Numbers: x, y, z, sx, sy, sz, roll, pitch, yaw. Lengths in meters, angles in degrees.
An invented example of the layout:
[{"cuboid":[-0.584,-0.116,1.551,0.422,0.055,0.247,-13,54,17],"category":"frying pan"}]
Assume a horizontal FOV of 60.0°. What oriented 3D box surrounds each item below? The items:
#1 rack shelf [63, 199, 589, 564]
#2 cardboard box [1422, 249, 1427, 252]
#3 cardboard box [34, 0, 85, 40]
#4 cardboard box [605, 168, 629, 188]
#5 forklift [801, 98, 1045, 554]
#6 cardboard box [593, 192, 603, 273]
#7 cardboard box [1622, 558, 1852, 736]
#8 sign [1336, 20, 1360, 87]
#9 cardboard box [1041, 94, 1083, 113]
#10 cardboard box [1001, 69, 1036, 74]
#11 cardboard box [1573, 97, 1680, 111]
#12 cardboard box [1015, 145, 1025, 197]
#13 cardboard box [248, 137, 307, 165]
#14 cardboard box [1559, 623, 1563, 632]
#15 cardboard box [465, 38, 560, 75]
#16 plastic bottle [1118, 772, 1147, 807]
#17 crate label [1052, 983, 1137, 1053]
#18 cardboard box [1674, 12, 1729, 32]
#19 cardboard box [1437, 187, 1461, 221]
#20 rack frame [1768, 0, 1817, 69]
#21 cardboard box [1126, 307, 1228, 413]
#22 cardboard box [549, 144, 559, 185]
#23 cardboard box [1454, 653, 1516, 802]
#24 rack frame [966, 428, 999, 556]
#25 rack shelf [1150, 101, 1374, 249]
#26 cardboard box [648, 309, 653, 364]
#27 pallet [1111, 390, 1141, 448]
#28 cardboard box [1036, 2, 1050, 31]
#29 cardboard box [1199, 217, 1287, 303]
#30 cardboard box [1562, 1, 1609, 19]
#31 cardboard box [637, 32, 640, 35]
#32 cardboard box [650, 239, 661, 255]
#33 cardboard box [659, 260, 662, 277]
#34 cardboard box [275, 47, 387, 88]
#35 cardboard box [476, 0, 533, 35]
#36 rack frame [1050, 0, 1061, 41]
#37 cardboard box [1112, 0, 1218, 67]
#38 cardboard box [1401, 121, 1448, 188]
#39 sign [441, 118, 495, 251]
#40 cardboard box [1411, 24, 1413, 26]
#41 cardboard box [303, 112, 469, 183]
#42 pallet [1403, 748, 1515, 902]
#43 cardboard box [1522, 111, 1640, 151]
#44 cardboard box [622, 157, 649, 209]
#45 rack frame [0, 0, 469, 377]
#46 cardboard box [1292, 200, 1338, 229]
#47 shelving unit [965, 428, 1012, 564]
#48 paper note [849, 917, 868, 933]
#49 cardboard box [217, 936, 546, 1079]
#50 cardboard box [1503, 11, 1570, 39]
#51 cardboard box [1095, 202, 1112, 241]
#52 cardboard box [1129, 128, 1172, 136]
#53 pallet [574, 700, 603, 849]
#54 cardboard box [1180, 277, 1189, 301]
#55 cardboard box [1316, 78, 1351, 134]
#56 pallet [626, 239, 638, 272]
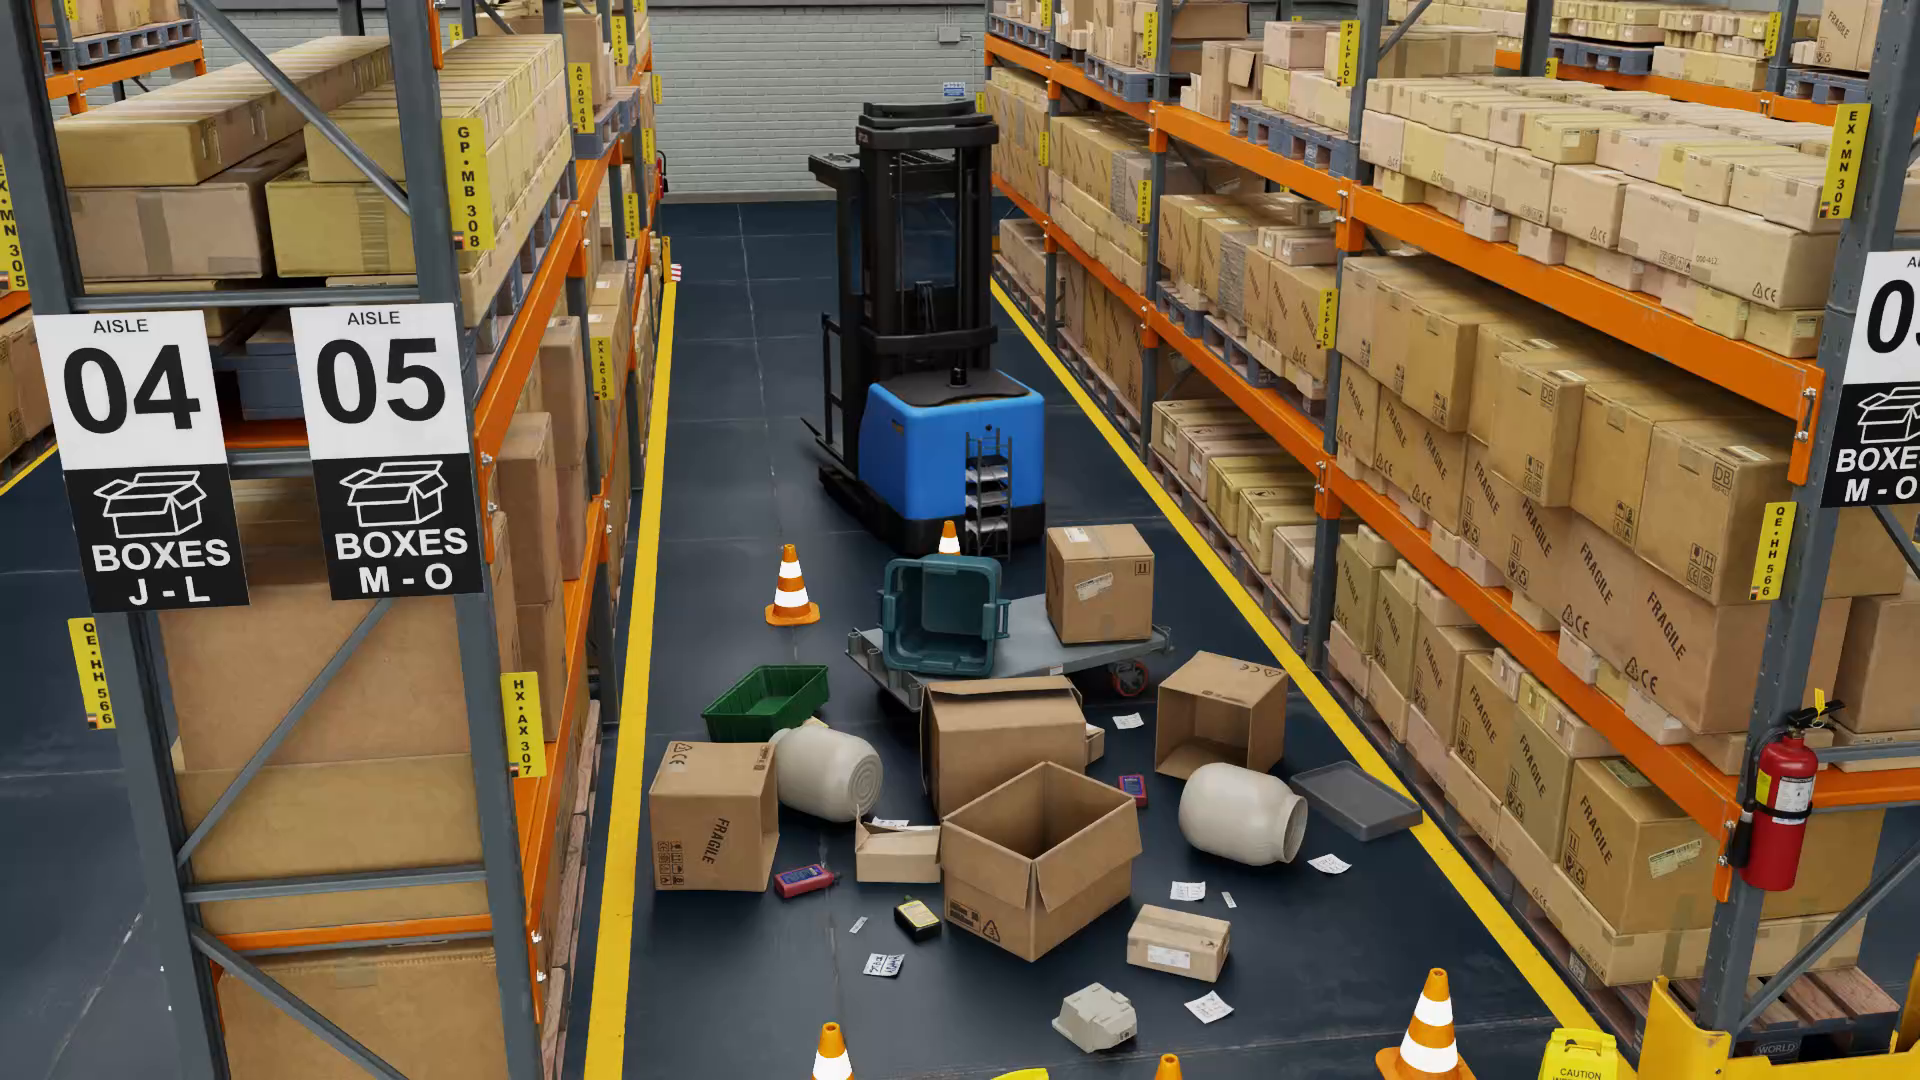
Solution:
[{"cuboid":[-2.066,-0.770,6.232,1.077,0.370,4.000,-3,21,-8],"category":"rack shelf"},{"cuboid":[5.767,-3.409,19.528,0.500,0.500,0.500,-3,21,-7],"category":"cardboard box"},{"cuboid":[-8.603,-4.912,15.409,0.700,0.500,0.500,-4,21,-11],"category":"cardboard box"},{"cuboid":[-3.217,-3.300,15.172,0.380,0.149,0.250,-4,21,-9],"category":"cardboard box"},{"cuboid":[-0.437,-1.757,12.230,1.130,2.935,3.031,-8,22,-21],"category":"forklift"},{"cuboid":[-2.876,-2.139,11.583,0.700,0.500,0.500,-3,21,-8],"category":"cardboard box"},{"cuboid":[2.755,0.346,5.935,0.500,0.500,0.500,-3,21,-9],"category":"cardboard box"},{"cuboid":[1.981,-2.482,8.484,0.100,0.325,0.005,-3,21,-8],"category":"sign"},{"cuboid":[1.017,-4.358,16.599,0.380,0.149,0.250,-3,21,-9],"category":"cardboard box"},{"cuboid":[0.685,-5.429,19.465,0.380,0.149,0.250,-2,21,-6],"category":"cardboard box"},{"cuboid":[2.957,-1.881,7.398,0.380,0.149,0.250,-3,21,-9],"category":"cardboard box"},{"cuboid":[0.890,-3.995,17.981,0.500,0.500,0.500,-3,21,-9],"category":"cardboard box"},{"cuboid":[-2.196,-1.056,5.015,0.500,0.250,0.500,-3,21,-8],"category":"cardboard box"},{"cuboid":[2.713,0.350,6.852,0.380,0.149,0.250,-3,21,-7],"category":"cardboard box"},{"cuboid":[-1.950,-2.101,7.243,0.380,0.149,0.250,-3,21,-8],"category":"cardboard box"},{"cuboid":[0.860,1.239,8.311,0.133,0.061,0.283,1,20,2],"category":"plastic bottle"},{"cuboid":[0.543,1.868,6.519,0.250,0.136,0.298,-15,25,-35],"category":"crate label"},{"cuboid":[6.373,-4.443,14.256,0.380,0.149,0.250,-3,21,-9],"category":"cardboard box"},{"cuboid":[2.456,-1.584,7.741,0.380,0.149,0.250,-2,21,-6],"category":"cardboard box"},{"cuboid":[6.864,-5.126,12.579,1.000,3.000,0.127,-3,21,-8],"category":"rack frame"},{"cuboid":[1.935,-1.509,13.905,0.875,0.875,0.875,-3,21,-8],"category":"cardboard box"},{"cuboid":[-1.873,-1.550,6.908,0.380,0.149,0.250,-3,21,-8],"category":"cardboard box"},{"cuboid":[2.588,0.826,7.475,0.500,0.500,0.500,-3,21,-9],"category":"cardboard box"},{"cuboid":[0.152,-0.313,11.269,0.240,0.900,0.006,-8,22,-21],"category":"rack frame"},{"cuboid":[2.241,-2.440,10.702,1.077,0.370,4.000,-3,21,-8],"category":"rack shelf"},{"cuboid":[-3.152,-1.946,15.613,0.500,0.500,0.500,-3,21,-9],"category":"cardboard box"},{"cuboid":[1.914,-1.034,14.184,1.003,0.211,1.213,-3,21,-8],"category":"pallet"},{"cuboid":[0.967,-5.240,16.619,0.396,0.266,0.258,-2,21,-6],"category":"cardboard box"},{"cuboid":[1.954,-1.916,11.390,0.500,0.500,0.500,-3,21,-7],"category":"cardboard box"},{"cuboid":[6.000,-5.067,15.898,0.380,0.149,0.250,-3,21,-9],"category":"cardboard box"},{"cuboid":[-3.394,-4.846,16.330,0.500,0.250,0.500,-3,21,-9],"category":"cardboard box"},{"cuboid":[-3.615,-3.345,19.010,0.380,0.149,0.250,-3,21,-9],"category":"cardboard box"},{"cuboid":[-3.665,-3.155,19.350,0.380,0.149,0.250,-2,21,-6],"category":"cardboard box"},{"cuboid":[-2.527,-1.892,6.684,0.380,0.149,0.250,-3,21,-9],"category":"cardboard box"},{"cuboid":[-3.246,-3.717,11.856,0.396,0.266,0.258,-3,21,-8],"category":"cardboard box"},{"cuboid":[1.376,-6.259,15.613,1.000,3.000,0.127,-3,21,-8],"category":"rack frame"},{"cuboid":[1.622,-4.046,13.231,0.700,0.500,0.500,-4,21,-10],"category":"cardboard box"},{"cuboid":[2.405,-1.809,7.775,0.500,0.250,0.500,-3,21,-8],"category":"cardboard box"},{"cuboid":[-1.228,-0.887,4.154,0.100,0.325,0.005,-3,21,-8],"category":"sign"},{"cuboid":[5.590,-6.161,19.997,0.380,0.149,0.250,-3,21,-7],"category":"cardboard box"},{"cuboid":[-1.511,-1.046,4.418,0.380,0.149,0.250,-3,21,-7],"category":"cardboard box"},{"cuboid":[2.840,1.281,7.984,1.003,0.211,1.213,-3,21,-8],"category":"pallet"},{"cuboid":[2.558,-1.680,6.860,0.380,0.149,0.250,-3,21,-7],"category":"cardboard box"},{"cuboid":[-3.330,-3.535,16.324,0.500,0.500,0.500,-3,21,-9],"category":"cardboard box"},{"cuboid":[-1.778,-1.820,3.727,1.000,3.000,0.127,-3,21,-8],"category":"rack frame"},{"cuboid":[2.468,-2.198,11.220,0.380,0.149,0.250,-4,21,-10],"category":"cardboard box"},{"cuboid":[0.191,-0.280,11.181,0.258,0.900,0.210,-8,22,-21],"category":"shelving unit"},{"cuboid":[-0.440,1.672,7.225,0.032,0.001,0.123,8,22,20],"category":"paper note"},{"cuboid":[-1.941,1.558,5.695,0.875,0.875,0.875,-3,21,-7],"category":"cardboard box"},{"cuboid":[5.970,-5.329,17.200,0.500,0.250,0.500,-3,21,-8],"category":"cardboard box"},{"cuboid":[1.460,-2.736,14.255,0.500,0.250,0.500,-3,21,-9],"category":"cardboard box"},{"cuboid":[1.825,-3.467,15.139,0.500,0.500,0.500,-2,21,-6],"category":"cardboard box"},{"cuboid":[-2.322,1.179,8.257,1.003,0.211,1.213,-3,21,-8],"category":"pallet"},{"cuboid":[1.817,-1.824,12.072,0.380,0.149,0.250,-4,21,-11],"category":"cardboard box"},{"cuboid":[2.302,-2.406,9.197,0.500,0.250,0.500,-3,21,-9],"category":"cardboard box"},{"cuboid":[-3.257,-2.373,14.056,1.003,0.211,1.213,-3,21,-8],"category":"pallet"}]
